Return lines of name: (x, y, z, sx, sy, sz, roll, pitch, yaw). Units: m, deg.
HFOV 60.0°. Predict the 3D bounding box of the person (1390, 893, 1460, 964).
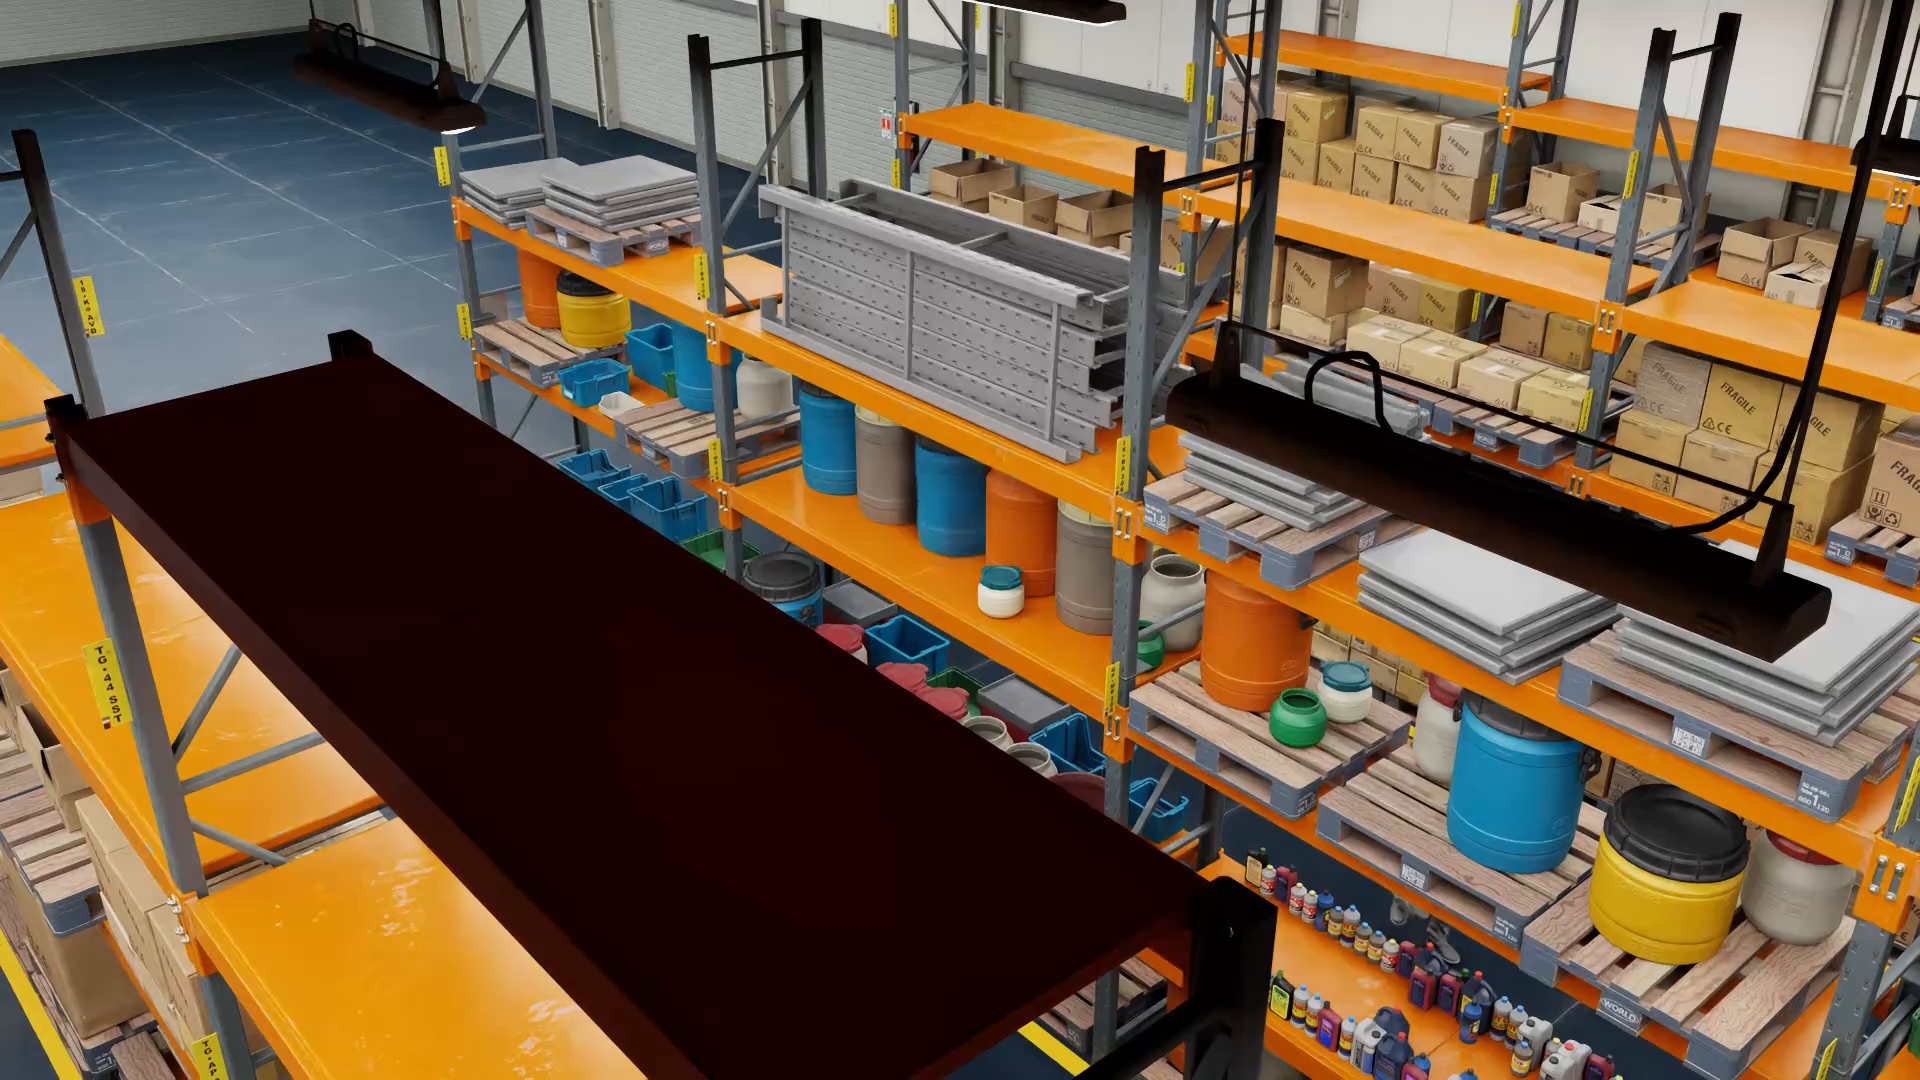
person: (3.307, 2.172, 11.490, 0.550, 1.655, 0.528, -7, 28, -13)
